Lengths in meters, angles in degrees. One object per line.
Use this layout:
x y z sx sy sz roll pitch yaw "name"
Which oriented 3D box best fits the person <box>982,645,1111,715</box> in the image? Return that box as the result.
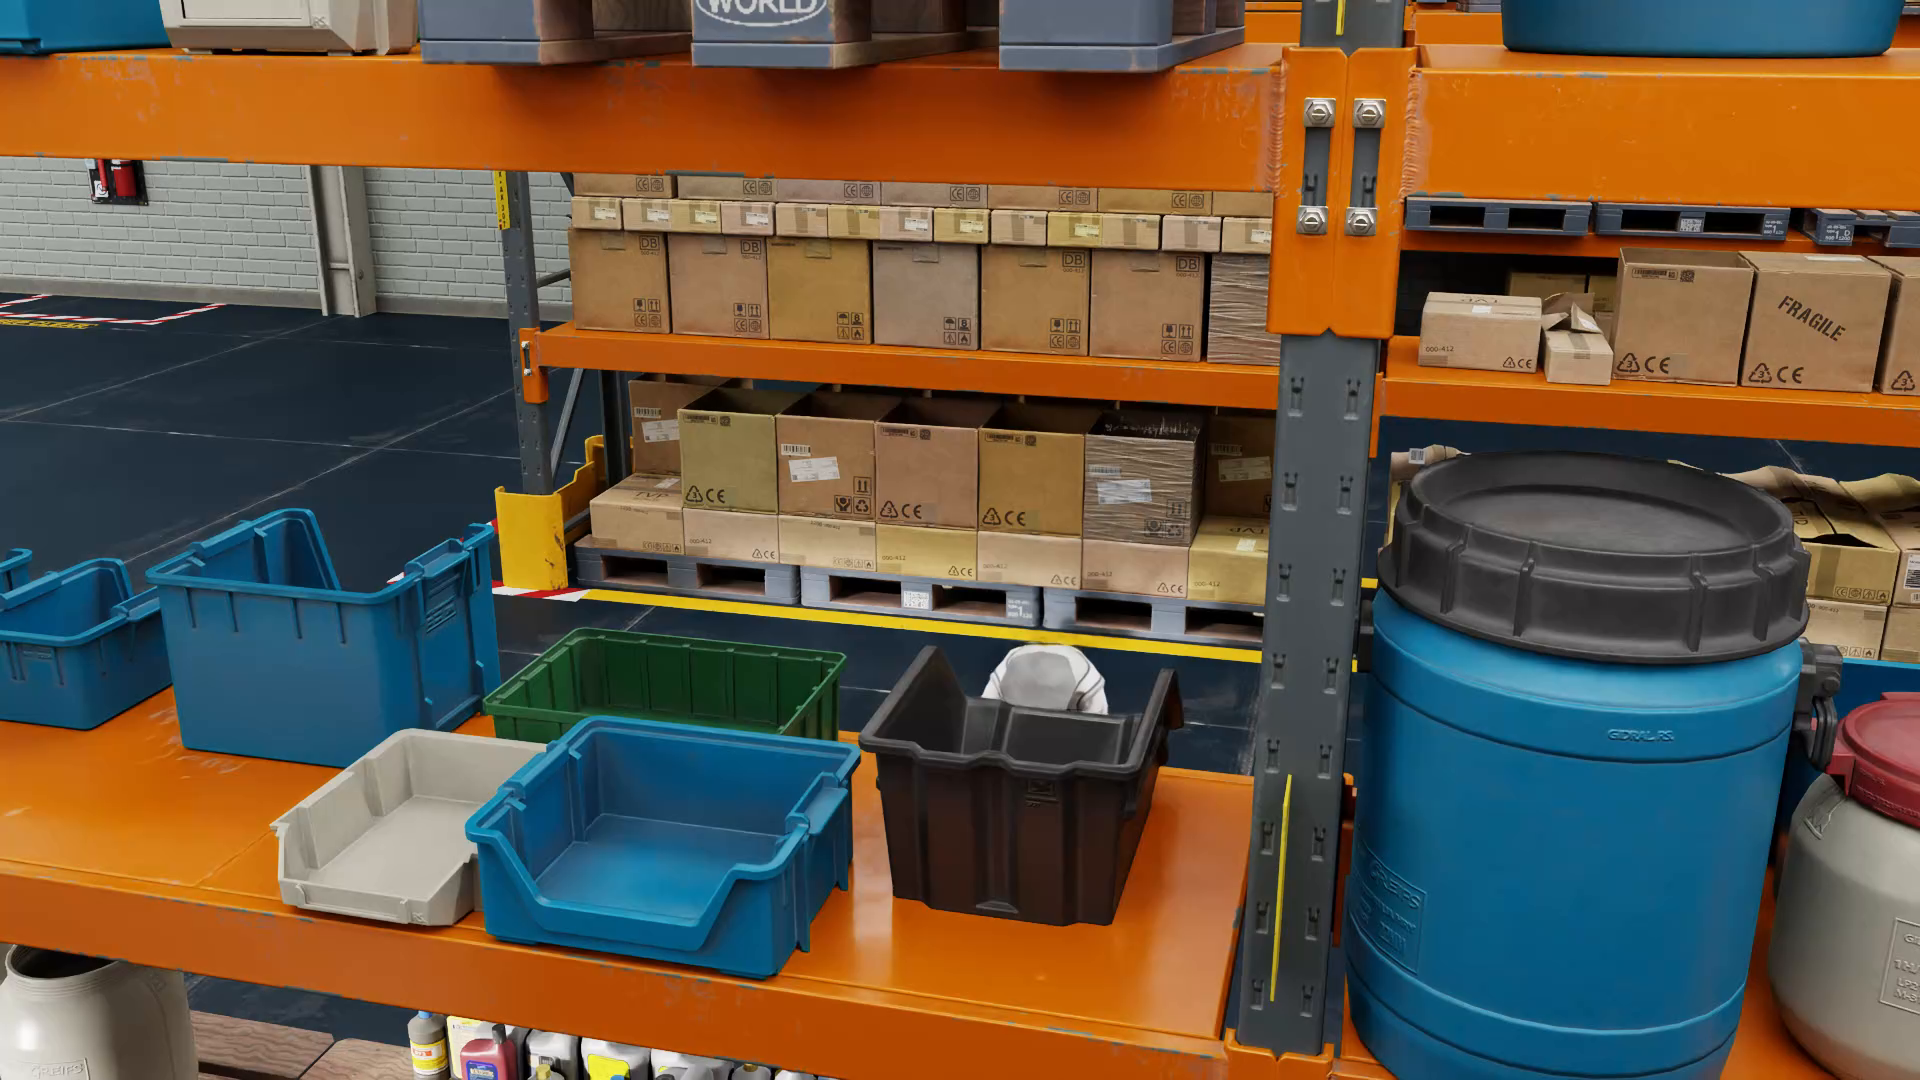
0.281 0.692 5.763 0.479 0.863 0.868 5 19 14 "person"
